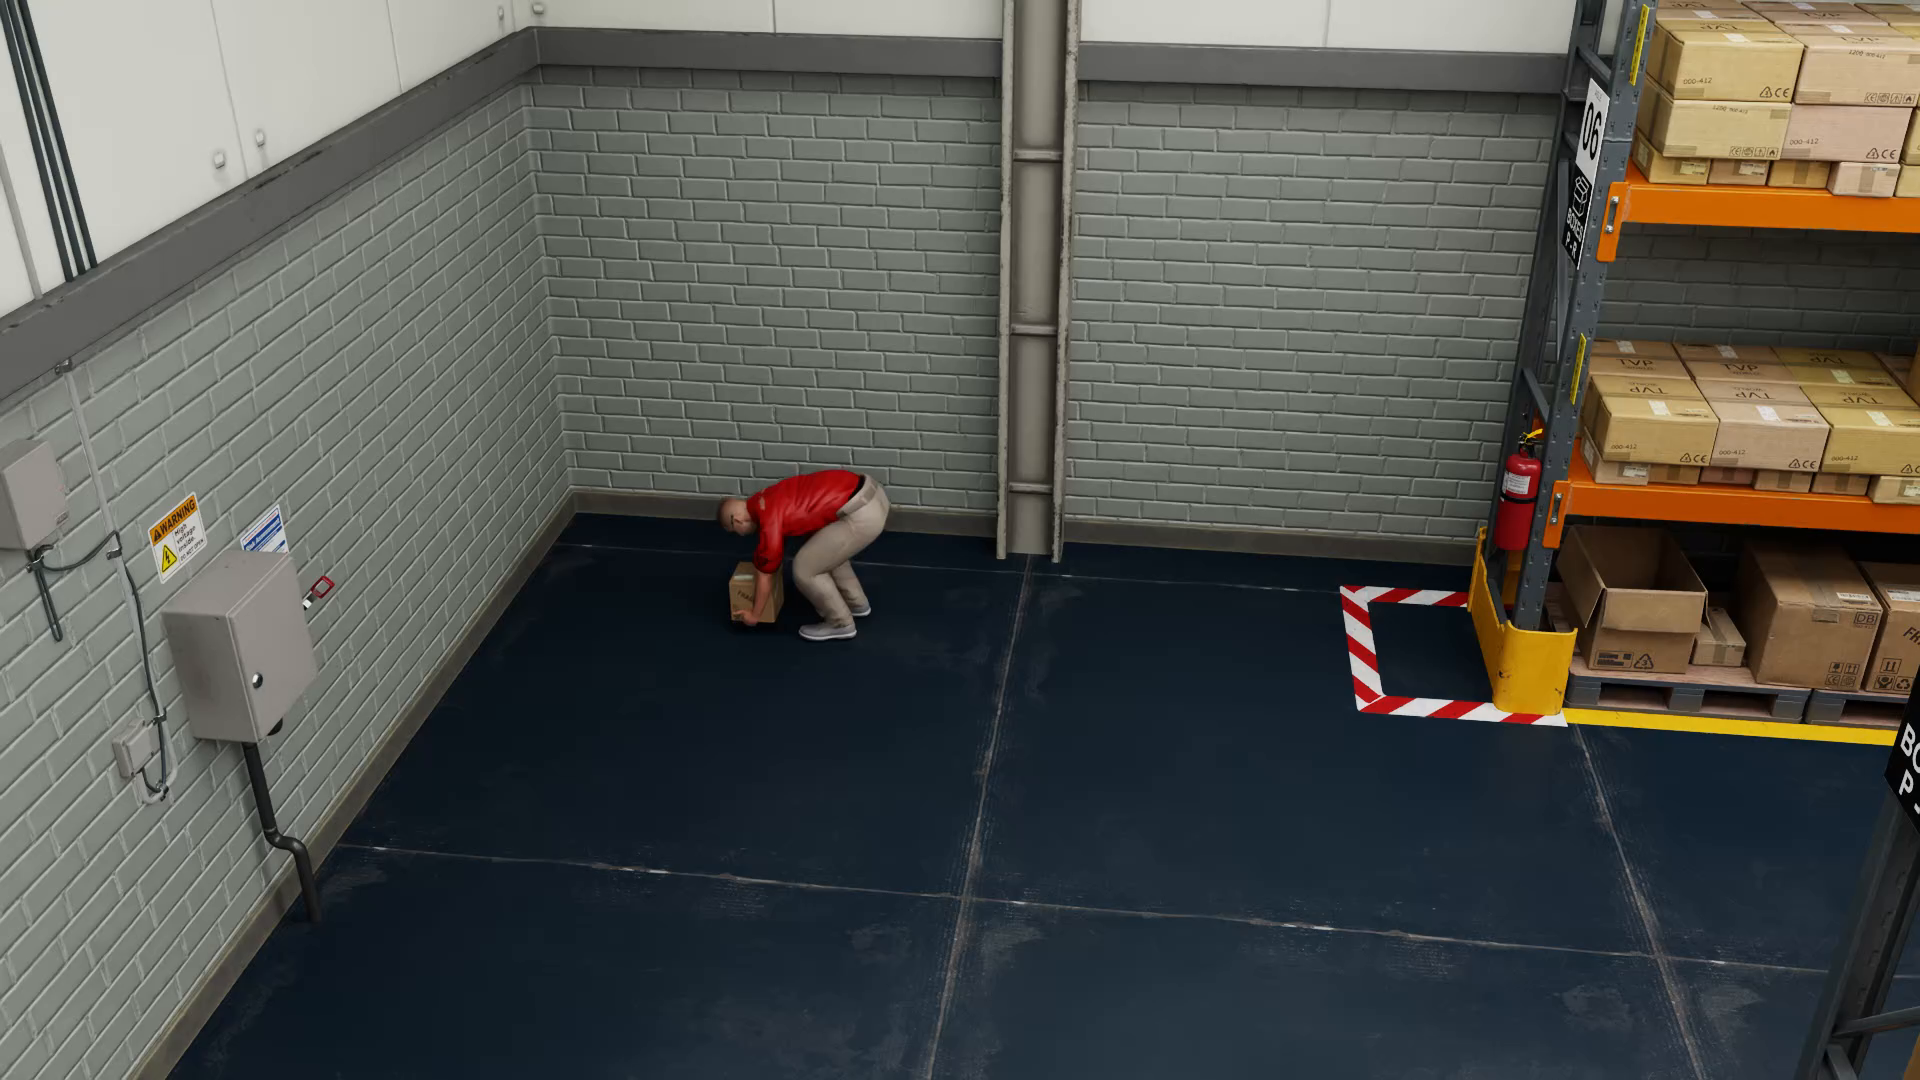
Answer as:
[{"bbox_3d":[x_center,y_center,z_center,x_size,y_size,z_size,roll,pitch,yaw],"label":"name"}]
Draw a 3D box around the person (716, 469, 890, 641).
[{"bbox_3d":[-0.875,0.067,9.342,0.956,0.949,0.521,2,28,4],"label":"person"}]
